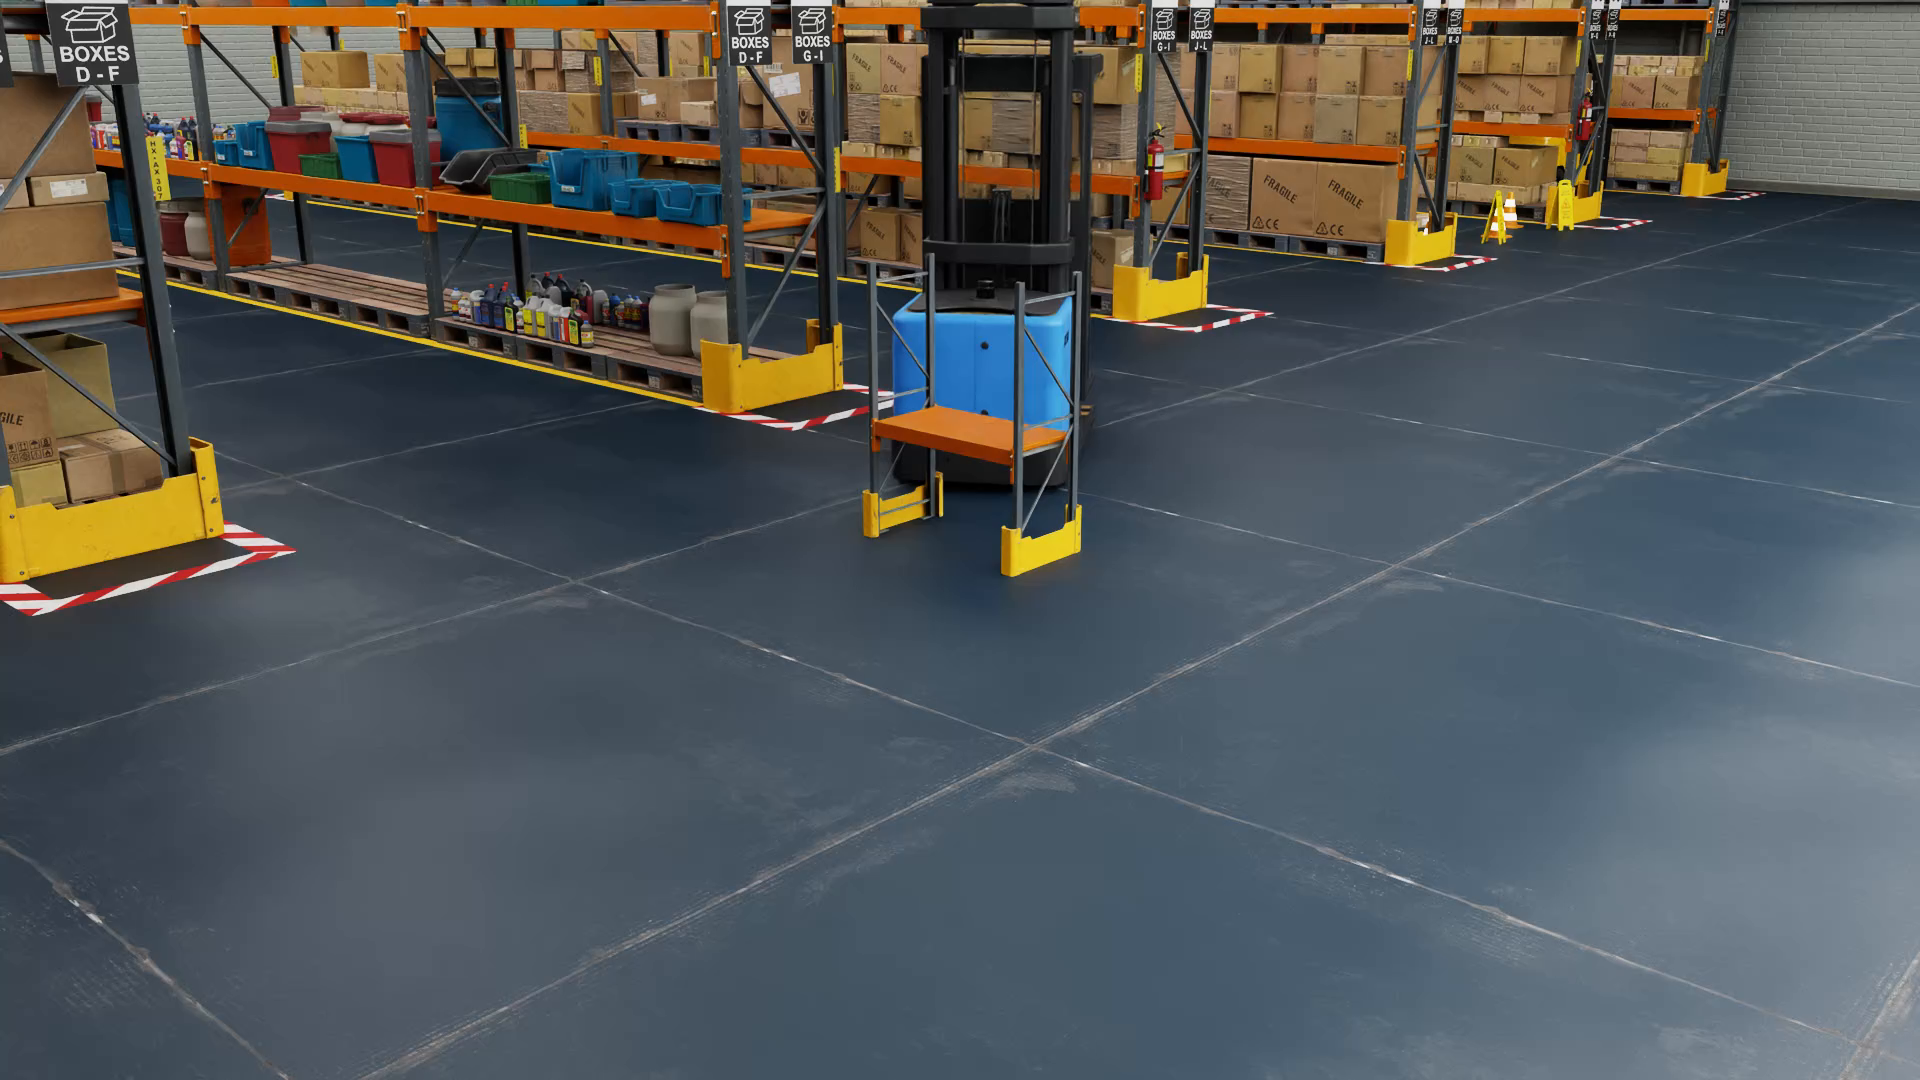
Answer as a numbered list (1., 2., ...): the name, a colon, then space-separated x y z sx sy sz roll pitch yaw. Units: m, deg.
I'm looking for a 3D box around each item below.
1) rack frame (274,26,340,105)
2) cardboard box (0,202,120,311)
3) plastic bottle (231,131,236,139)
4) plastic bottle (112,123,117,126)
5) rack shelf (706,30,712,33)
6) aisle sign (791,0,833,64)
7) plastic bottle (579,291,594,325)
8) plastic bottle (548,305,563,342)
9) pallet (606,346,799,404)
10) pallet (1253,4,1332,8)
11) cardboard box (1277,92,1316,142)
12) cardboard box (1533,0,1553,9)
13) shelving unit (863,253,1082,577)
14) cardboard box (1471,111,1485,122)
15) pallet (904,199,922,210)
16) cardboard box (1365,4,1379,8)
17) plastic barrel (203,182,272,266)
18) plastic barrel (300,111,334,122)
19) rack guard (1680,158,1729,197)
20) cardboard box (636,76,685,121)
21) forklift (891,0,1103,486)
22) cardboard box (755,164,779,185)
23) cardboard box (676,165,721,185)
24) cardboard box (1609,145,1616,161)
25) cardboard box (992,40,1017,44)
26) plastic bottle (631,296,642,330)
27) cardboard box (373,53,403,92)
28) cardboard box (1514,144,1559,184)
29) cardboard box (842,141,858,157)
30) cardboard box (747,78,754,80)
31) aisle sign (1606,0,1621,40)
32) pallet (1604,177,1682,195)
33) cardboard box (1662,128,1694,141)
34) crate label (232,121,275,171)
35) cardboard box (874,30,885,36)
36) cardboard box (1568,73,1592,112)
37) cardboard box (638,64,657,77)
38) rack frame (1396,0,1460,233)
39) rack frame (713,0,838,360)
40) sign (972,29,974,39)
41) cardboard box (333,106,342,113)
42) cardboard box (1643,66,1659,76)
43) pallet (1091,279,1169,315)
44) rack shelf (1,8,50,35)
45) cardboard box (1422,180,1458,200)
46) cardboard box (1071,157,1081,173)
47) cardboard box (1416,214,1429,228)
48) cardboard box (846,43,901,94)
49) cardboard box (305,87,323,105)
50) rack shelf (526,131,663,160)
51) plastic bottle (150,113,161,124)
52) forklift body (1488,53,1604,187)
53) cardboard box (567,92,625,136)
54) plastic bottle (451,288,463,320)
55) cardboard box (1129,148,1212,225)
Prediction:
1. rack frame: -9.979 -6.826 25.663 0.127 3.000 1.000 15 23 39
2. cardboard box: -4.931 -1.518 8.770 0.500 0.500 0.700 15 23 39
3. plastic bottle: -7.738 -4.293 17.886 0.135 0.276 0.152 15 23 39
4. plastic bottle: -9.388 -4.513 18.578 0.135 0.276 0.152 15 23 39
5. rack shelf: -2.123 -7.810 24.994 4.000 0.370 1.077 15 23 39
6. aisle sign: -1.051 -3.784 11.779 0.004 0.787 0.394 15 23 39
7. plastic bottle: -3.184 -1.986 14.175 0.133 0.283 0.061 15 23 39
8. plastic bottle: -3.238 -1.759 13.471 0.135 0.276 0.152 14 22 38
9. pallet: -1.991 -1.333 12.963 1.213 0.211 1.003 15 23 39
10. pallet: 5.183 -8.147 25.177 1.003 0.211 1.213 15 23 39
11. cardboard box: 4.287 -5.098 19.968 0.550 0.550 0.875 15 23 39
12. cardboard box: 7.906 -7.217 22.350 0.250 0.149 0.380 15 23 40
13. shelving unit: 0.057 -0.700 8.837 1.083 1.500 0.587 15 23 39
14. cardboard box: 7.393 -5.973 23.389 0.250 0.149 0.380 15 23 40
15. pallet: -0.088 -4.818 23.943 1.213 0.211 1.003 15 23 39
16. cardboard box: 6.062 -7.761 24.064 0.250 0.149 0.380 15 23 39
17. plastic barrel: -7.660 -3.360 17.633 0.708 0.830 0.600 15 23 39
18. plastic barrel: -6.372 -3.995 16.555 0.421 0.512 0.421 0 18 0
19. rack guard: 11.876 -5.783 26.509 0.348 0.500 1.175 15 23 39
20. cardboard box: -3.565 -5.369 20.210 0.500 0.500 0.500 12 21 33
21. forklift: 0.339 -2.120 10.947 1.130 2.935 3.031 3 18 9
22. cardboard box: -2.846 -5.820 25.929 0.500 0.500 0.500 16 24 42
23. cardboard box: -3.071 -4.364 20.069 0.500 0.250 0.500 -15 23 -40
24. cardboard box: 10.519 -6.337 27.144 0.500 0.250 0.500 14 23 38
25. cardboard box: 0.893 -8.337 28.604 0.500 0.500 0.500 15 23 38
26. plastic bottle: -2.705 -1.906 13.941 0.097 0.271 0.097 0 18 0
27. cardboard box: -7.880 -6.584 23.417 0.500 0.500 0.500 15 23 40
28. cardboard box: 8.128 -5.332 23.566 0.500 0.500 0.500 14 22 37
29. cardboard box: -1.042 -4.186 17.758 0.250 0.149 0.380 15 23 39
30. cardboard box: -3.046 -7.009 25.467 0.250 0.149 0.380 14 22 37
31. aisle sign: 8.818 -7.153 22.394 0.004 0.787 0.394 15 23 39
32. pallet: 11.258 -5.795 27.022 1.213 0.211 1.003 15 23 39
33. cardboard box: 11.624 -6.485 26.786 0.500 0.250 0.500 15 23 38
34. crate label: -6.719 -3.856 16.244 0.616 0.435 0.502 15 23 39
35. cardboard box: -1.357 -9.265 30.457 0.250 0.149 0.380 15 23 39
36. cardboard box: 8.396 -6.203 23.042 0.500 0.500 0.500 15 23 38
37. cardboard box: -4.927 -7.553 27.294 0.500 0.500 0.500 15 23 39
38. rack frame: 5.356 -4.716 19.012 0.127 3.000 1.000 15 23 39
39. rack frame: -1.299 -2.493 12.009 0.127 3.000 1.000 15 23 39
40. sign: 0.275 -11.016 36.429 0.005 0.325 0.100 15 23 39
41. cardboard box: -8.969 -6.303 24.429 0.250 0.149 0.380 15 23 39
42. cardboard box: 11.049 -7.453 26.401 0.250 0.149 0.380 16 23 40
43. pallet: 1.347 -2.471 16.549 1.213 0.211 1.003 15 23 39
44. rack shelf: -6.086 -2.862 9.401 4.000 0.370 1.077 15 23 39
45. cardboard box: 7.006 -5.057 23.937 0.500 0.250 0.500 14 22 37
46. cardboard box: 1.230 -3.594 15.891 0.250 0.149 0.380 15 23 39
47. cardboard box: 6.246 -4.303 22.425 0.380 0.149 0.250 -6 18 -18
48. cardboard box: -0.836 -4.935 17.393 0.500 0.500 0.500 15 23 39
49. cardboard box: -9.406 -6.636 24.820 0.500 0.250 0.500 15 23 39
50. rack shelf: -5.491 -5.279 21.976 4.000 0.370 1.077 15 23 39
51. plastic bottle: -9.232 -4.732 19.143 0.185 0.351 0.144 15 23 39
52. forklift body: 9.229 -6.543 26.173 1.214 2.155 2.313 15 23 39
53. cardboard box: -4.529 -5.311 20.722 0.500 0.500 0.500 16 24 41
54. plastic bottle: -4.344 -2.043 14.372 0.097 0.271 0.097 0 18 0
55. cardboard box: 2.788 -4.564 21.353 0.875 0.875 0.875 15 23 40
